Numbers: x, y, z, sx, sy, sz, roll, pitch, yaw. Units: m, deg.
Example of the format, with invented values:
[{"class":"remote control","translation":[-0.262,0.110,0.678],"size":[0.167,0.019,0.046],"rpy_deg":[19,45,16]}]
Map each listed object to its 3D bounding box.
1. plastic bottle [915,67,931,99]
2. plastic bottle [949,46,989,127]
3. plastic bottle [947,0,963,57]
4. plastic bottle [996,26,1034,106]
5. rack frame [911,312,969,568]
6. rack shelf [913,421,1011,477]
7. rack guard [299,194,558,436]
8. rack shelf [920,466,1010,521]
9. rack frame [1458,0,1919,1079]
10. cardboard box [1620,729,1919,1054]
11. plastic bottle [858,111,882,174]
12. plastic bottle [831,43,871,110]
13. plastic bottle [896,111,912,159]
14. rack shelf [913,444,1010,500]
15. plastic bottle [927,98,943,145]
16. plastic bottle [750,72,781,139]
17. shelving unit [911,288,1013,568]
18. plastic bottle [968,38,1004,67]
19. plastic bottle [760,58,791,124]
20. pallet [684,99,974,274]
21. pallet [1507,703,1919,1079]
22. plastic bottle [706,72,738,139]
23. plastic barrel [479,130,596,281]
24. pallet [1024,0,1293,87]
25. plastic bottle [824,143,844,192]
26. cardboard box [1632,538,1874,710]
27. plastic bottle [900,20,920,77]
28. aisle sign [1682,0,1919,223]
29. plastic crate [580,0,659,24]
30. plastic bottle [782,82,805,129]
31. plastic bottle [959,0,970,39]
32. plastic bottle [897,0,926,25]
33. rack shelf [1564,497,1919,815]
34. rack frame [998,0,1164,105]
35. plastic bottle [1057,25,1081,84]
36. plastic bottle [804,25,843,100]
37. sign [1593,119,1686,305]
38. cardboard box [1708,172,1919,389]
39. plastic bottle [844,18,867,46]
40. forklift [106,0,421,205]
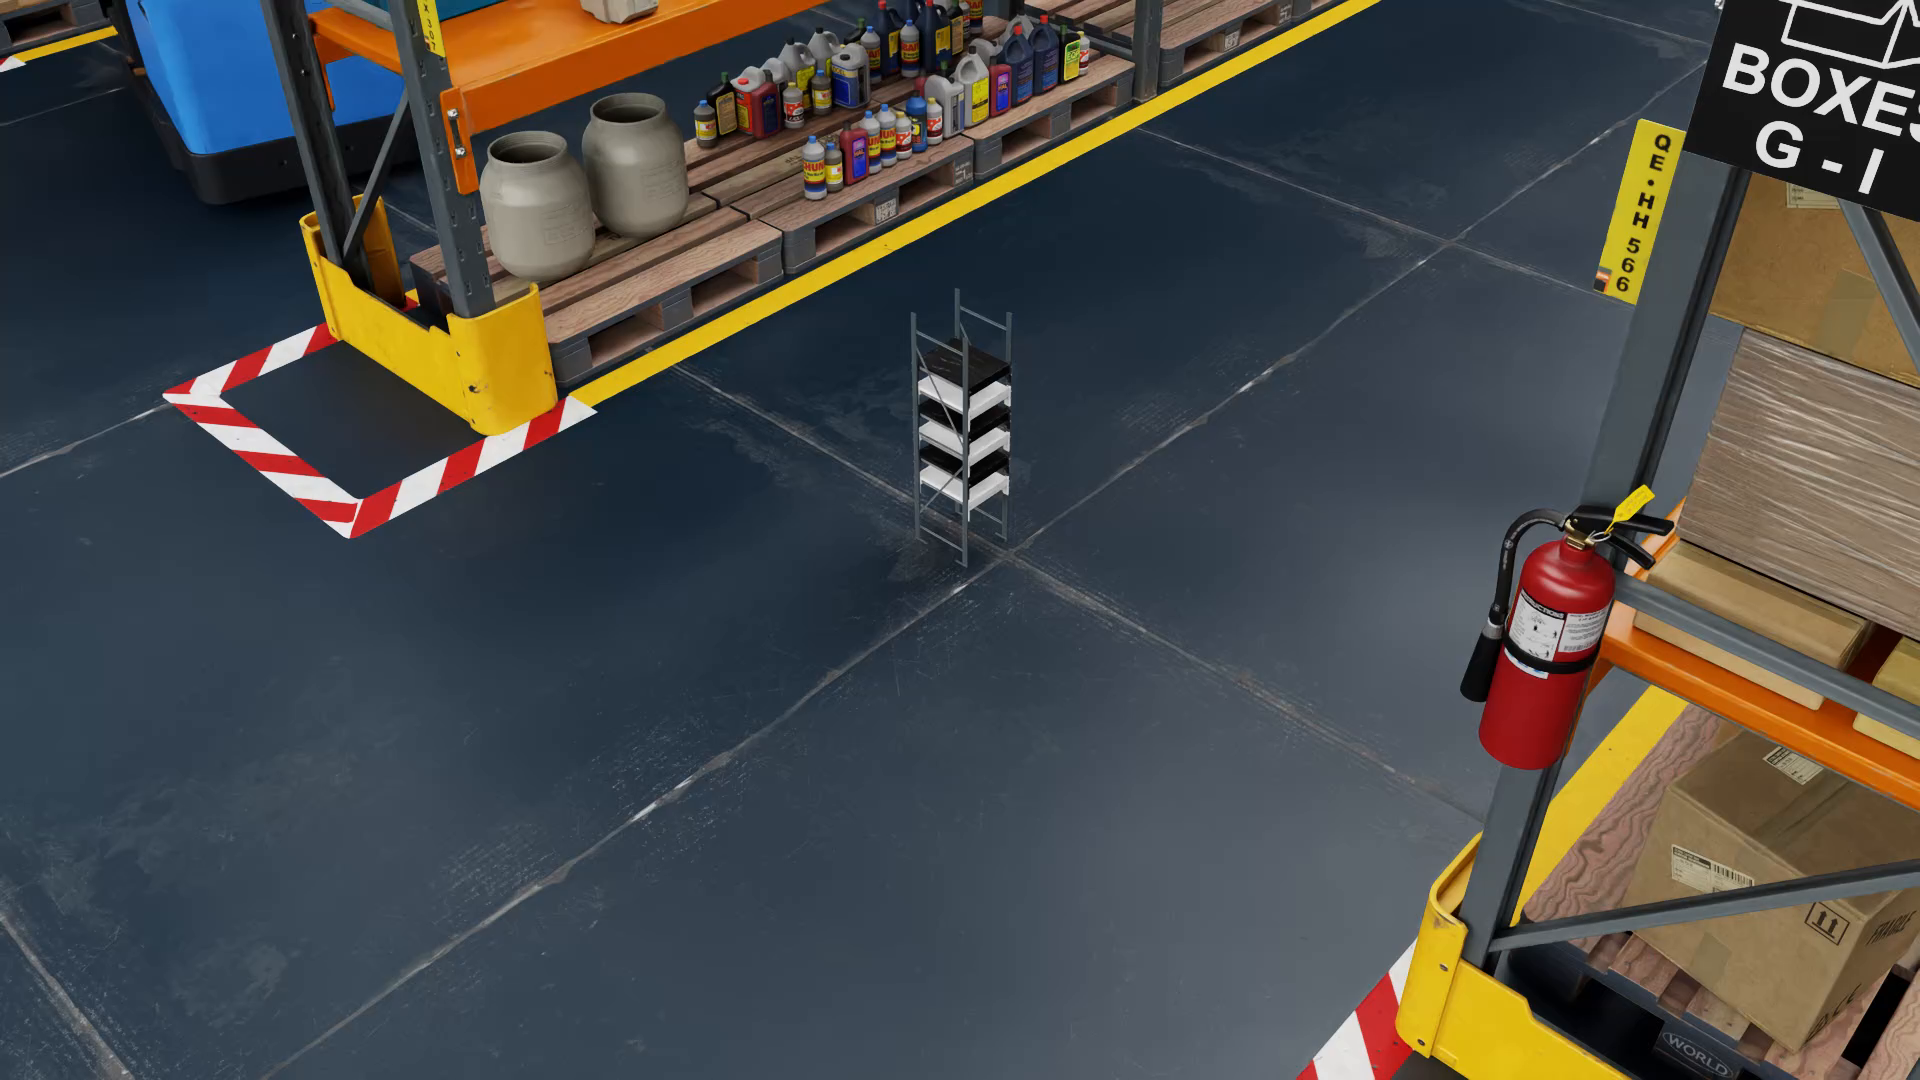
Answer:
[{"class":"plastic bottle","translation":[-0.149,-2.082,7.787],"size":[0.061,0.283,0.133],"rpy_deg":[30,47,32]},{"class":"plastic bottle","translation":[0.043,-2.137,7.802],"size":[0.144,0.351,0.185],"rpy_deg":[29,47,32]},{"class":"plastic bottle","translation":[-0.046,-2.597,8.435],"size":[0.061,0.283,0.133],"rpy_deg":[30,47,32]},{"class":"plastic bottle","translation":[0.260,-2.285,7.989],"size":[0.144,0.351,0.185],"rpy_deg":[27,46,30]},{"class":"rack frame","translation":[-0.063,-0.309,5.416],"size":[0.240,0.900,0.006],"rpy_deg":[30,47,32]},{"class":"rack shelf","translation":[0.005,-0.330,5.495],"size":[0.258,0.077,0.200],"rpy_deg":[30,47,32]},{"class":"rack guard","translation":[-2.070,-0.894,6.472],"size":[1.175,0.500,0.348],"rpy_deg":[30,47,32]},{"class":"rack shelf","translation":[0.005,-0.189,5.607],"size":[0.258,0.077,0.200],"rpy_deg":[30,47,32]},{"class":"rack frame","translation":[1.569,0.262,3.010],"size":[1.000,3.000,0.127],"rpy_deg":[30,47,32]},{"class":"cardboard box","translation":[2.003,0.796,4.009],"size":[0.500,0.500,0.500],"rpy_deg":[-25,45,-28]},{"class":"plastic bottle","translation":[-0.403,-1.781,7.419],"size":[0.097,0.271,0.097],"rpy_deg":[0,38,0]},{"class":"plastic bottle","translation":[-0.527,-2.232,7.982],"size":[0.152,0.276,0.135],"rpy_deg":[30,47,32]},{"class":"plastic bottle","translation":[-0.268,-1.845,7.555],"size":[0.097,0.201,0.097],"rpy_deg":[0,38,0]},{"class":"rack shelf","translation":[0.005,-0.259,5.551],"size":[0.258,0.077,0.200],"rpy_deg":[30,47,32]},{"class":"plastic bottle","translation":[-0.130,-1.940,7.674],"size":[0.097,0.201,0.097],"rpy_deg":[0,38,0]},{"class":"plastic bottle","translation":[-0.902,-2.014,7.702],"size":[0.061,0.283,0.133],"rpy_deg":[30,47,32]},{"class":"shelving unit","translation":[0.005,-0.356,5.475],"size":[0.258,0.900,0.210],"rpy_deg":[30,47,32]},{"class":"plastic bottle","translation":[0.134,-2.307,8.076],"size":[0.152,0.276,0.135],"rpy_deg":[30,47,32]},{"class":"plastic bottle","translation":[-0.888,-2.119,7.840],"size":[0.152,0.276,0.135],"rpy_deg":[28,46,31]},{"class":"pallet","translation":[-0.695,-1.709,7.730],"size":[1.003,0.211,1.213],"rpy_deg":[30,47,32]},{"class":"pallet","translation":[2.194,0.960,4.373],"size":[1.003,0.211,1.213],"rpy_deg":[30,47,32]},{"class":"plastic bottle","translation":[-1.106,-2.016,7.704],"size":[0.061,0.283,0.133],"rpy_deg":[31,48,33]},{"class":"plastic barrel","translation":[-1.699,-1.342,6.690],"size":[0.421,0.512,0.421],"rpy_deg":[0,38,0]},{"class":"pallet","translation":[1.113,-2.941,9.279],"size":[1.003,0.211,1.213],"rpy_deg":[30,47,32]},{"class":"plastic bottle","translation":[-0.564,-1.644,7.302],"size":[0.097,0.201,0.097],"rpy_deg":[0,38,0]},{"class":"cardboard box","translation":[1.609,0.143,3.362],"size":[0.380,0.149,0.250],"rpy_deg":[30,47,32]},{"class":"plastic bottle","translation":[-0.248,-2.445,8.254],"size":[0.097,0.271,0.097],"rpy_deg":[0,38,0]},{"class":"aisle sign","translation":[1.306,-0.853,2.324],"size":[0.394,0.787,0.004],"rpy_deg":[30,47,32]},{"class":"plastic crate","translation":[-1.246,-1.990,6.055],"size":[0.298,0.136,0.250],"rpy_deg":[30,47,32]},{"class":"plastic bottle","translation":[-0.783,-2.046,7.808],"size":[0.097,0.201,0.097],"rpy_deg":[0,38,0]},{"class":"plastic bottle","translation":[0.005,-2.723,8.659],"size":[0.097,0.201,0.097],"rpy_deg":[0,38,0]},{"class":"plastic bottle","translation":[-0.239,-2.594,8.377],"size":[0.144,0.351,0.185],"rpy_deg":[31,48,33]},{"class":"rack shelf","translation":[2.918,-0.375,4.389],"size":[1.077,0.370,4.000],"rpy_deg":[30,47,32]},{"class":"rack frame","translation":[0.612,-3.655,7.936],"size":[1.000,3.000,0.127],"rpy_deg":[30,47,32]},{"class":"plastic bottle","translation":[0.531,-2.405,8.193],"size":[0.133,0.283,0.061],"rpy_deg":[-32,48,-33]},{"class":"plastic bottle","translation":[-0.653,-2.312,8.022],"size":[0.144,0.351,0.185],"rpy_deg":[29,47,32]},{"class":"sign","translation":[1.173,-0.557,2.856],"size":[0.100,0.325,0.005],"rpy_deg":[30,47,32]},{"class":"cardboard box","translation":[1.758,-0.641,3.023],"size":[0.500,0.500,0.500],"rpy_deg":[30,47,32]},{"class":"plastic bottle","translation":[-0.509,-2.422,8.215],"size":[0.133,0.283,0.061],"rpy_deg":[-32,48,-34]},{"class":"forklift","translation":[-3.743,-3.563,7.875],"size":[1.130,2.935,3.031],"rpy_deg":[-21,43,-24]}]
